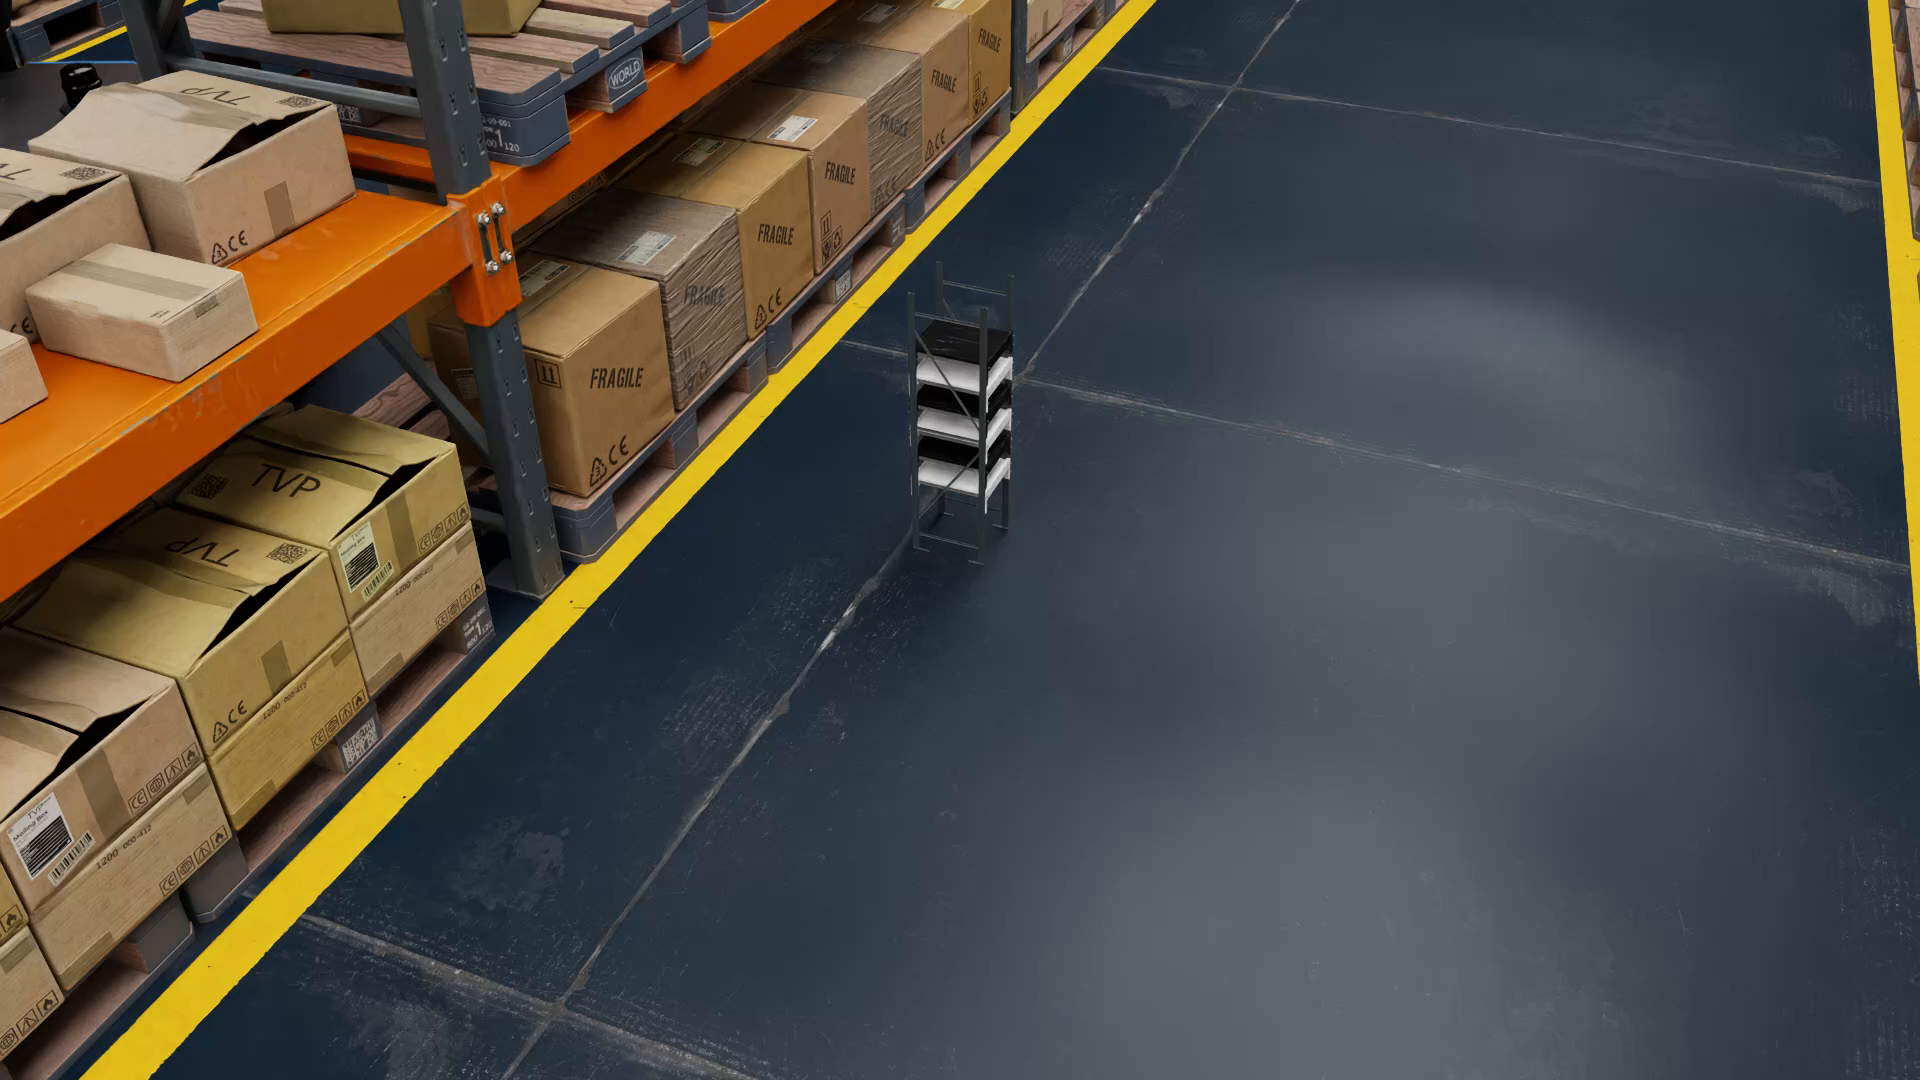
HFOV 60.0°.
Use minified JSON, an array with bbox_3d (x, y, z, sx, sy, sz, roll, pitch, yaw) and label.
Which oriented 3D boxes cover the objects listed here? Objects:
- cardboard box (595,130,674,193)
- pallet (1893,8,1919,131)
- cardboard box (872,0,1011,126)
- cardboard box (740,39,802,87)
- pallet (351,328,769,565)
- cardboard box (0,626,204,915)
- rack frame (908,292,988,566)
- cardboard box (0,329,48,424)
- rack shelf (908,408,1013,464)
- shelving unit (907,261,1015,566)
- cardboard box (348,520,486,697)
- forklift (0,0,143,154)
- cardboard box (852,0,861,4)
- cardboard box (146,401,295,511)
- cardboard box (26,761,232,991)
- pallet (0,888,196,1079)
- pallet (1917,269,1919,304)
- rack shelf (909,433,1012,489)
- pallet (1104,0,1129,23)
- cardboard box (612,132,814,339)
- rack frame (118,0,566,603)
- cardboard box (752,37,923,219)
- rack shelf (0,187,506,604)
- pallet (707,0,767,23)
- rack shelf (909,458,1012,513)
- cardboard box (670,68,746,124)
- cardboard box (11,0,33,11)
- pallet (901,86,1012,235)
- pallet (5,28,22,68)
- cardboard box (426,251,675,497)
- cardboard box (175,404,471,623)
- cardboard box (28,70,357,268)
[{"bbox_3d":[-1.356,-1.194,6.062,0.500,0.500,0.500,12,39,16],"label":"cardboard box"},{"bbox_3d":[5.116,-2.222,8.047,1.003,0.211,1.213,14,39,18],"label":"pallet"},{"bbox_3d":[-0.093,-2.212,7.425,0.500,0.500,0.500,14,39,17],"label":"cardboard box"},{"bbox_3d":[-0.969,-1.766,6.827,0.500,0.500,0.500,14,39,18],"label":"cardboard box"},{"bbox_3d":[-1.373,-0.449,5.674,1.003,0.211,1.213,14,39,18],"label":"pallet"},{"bbox_3d":[-2.050,0.461,3.605,0.500,0.311,0.500,14,39,17],"label":"cardboard box"},{"bbox_3d":[-0.036,-0.309,4.911,0.240,0.900,0.006,14,39,18],"label":"rack frame"},{"bbox_3d":[-2.125,-0.342,3.412,0.380,0.149,0.250,17,40,21],"label":"cardboard box"},{"bbox_3d":[0.003,-0.338,5.007,0.258,0.077,0.200,14,39,18],"label":"rack shelf"},{"bbox_3d":[0.003,-0.365,4.987,0.258,0.900,0.210,14,39,18],"label":"shelving unit"},{"bbox_3d":[-1.667,0.119,4.532,0.500,0.250,0.500,15,39,19],"label":"cardboard box"},{"bbox_3d":[-3.856,-1.646,5.004,3.031,2.935,1.130,0,37,-1],"label":"forklift"},{"bbox_3d":[-0.580,-2.339,7.594,0.500,0.500,0.500,12,38,16],"label":"cardboard box"},{"bbox_3d":[-2.163,-0.230,4.529,0.500,0.311,0.500,15,39,19],"label":"cardboard box"},{"bbox_3d":[-2.054,0.683,3.777,0.500,0.250,0.500,15,39,19],"label":"cardboard box"},{"bbox_3d":[-2.507,1.076,3.634,1.003,0.211,1.213,14,39,18],"label":"pallet"},{"bbox_3d":[4.077,-0.711,6.025,1.003,0.211,1.213,14,39,18],"label":"pallet"},{"bbox_3d":[0.003,-0.266,5.060,0.258,0.077,0.200,14,39,18],"label":"rack shelf"},{"bbox_3d":[0.555,-3.317,9.511,1.003,0.211,1.213,14,39,18],"label":"pallet"},{"bbox_3d":[-0.865,-1.091,5.924,0.500,0.500,0.500,13,39,17],"label":"cardboard box"},{"bbox_3d":[-1.692,-1.161,4.298,1.000,3.000,0.127,14,39,18],"label":"rack frame"},{"bbox_3d":[-0.480,-1.663,6.690,0.500,0.500,0.500,14,39,18],"label":"cardboard box"},{"bbox_3d":[-2.453,0.234,3.032,1.077,0.370,4.000,14,39,18],"label":"rack shelf"},{"bbox_3d":[-0.956,-2.162,5.797,1.003,0.211,1.213,14,39,18],"label":"pallet"},{"bbox_3d":[0.003,-0.194,5.114,0.258,0.077,0.200,14,39,18],"label":"rack shelf"},{"bbox_3d":[-1.150,-1.807,6.257,0.500,0.250,0.500,13,39,17],"label":"cardboard box"},{"bbox_3d":[-5.215,-2.927,8.105,0.750,0.750,0.750,15,39,19],"label":"cardboard box"},{"bbox_3d":[-0.445,-1.800,7.482,1.003,0.211,1.213,14,39,18],"label":"pallet"},{"bbox_3d":[-5.439,-2.263,8.101,1.003,0.211,1.213,14,39,18],"label":"pallet"},{"bbox_3d":[-1.255,-0.523,5.165,0.500,0.500,0.500,15,39,20],"label":"cardboard box"},{"bbox_3d":[-1.664,-0.107,4.365,0.500,0.311,0.500,15,39,19],"label":"cardboard box"},{"bbox_3d":[-1.871,-0.934,4.069,0.500,0.311,0.500,16,40,21],"label":"cardboard box"}]
